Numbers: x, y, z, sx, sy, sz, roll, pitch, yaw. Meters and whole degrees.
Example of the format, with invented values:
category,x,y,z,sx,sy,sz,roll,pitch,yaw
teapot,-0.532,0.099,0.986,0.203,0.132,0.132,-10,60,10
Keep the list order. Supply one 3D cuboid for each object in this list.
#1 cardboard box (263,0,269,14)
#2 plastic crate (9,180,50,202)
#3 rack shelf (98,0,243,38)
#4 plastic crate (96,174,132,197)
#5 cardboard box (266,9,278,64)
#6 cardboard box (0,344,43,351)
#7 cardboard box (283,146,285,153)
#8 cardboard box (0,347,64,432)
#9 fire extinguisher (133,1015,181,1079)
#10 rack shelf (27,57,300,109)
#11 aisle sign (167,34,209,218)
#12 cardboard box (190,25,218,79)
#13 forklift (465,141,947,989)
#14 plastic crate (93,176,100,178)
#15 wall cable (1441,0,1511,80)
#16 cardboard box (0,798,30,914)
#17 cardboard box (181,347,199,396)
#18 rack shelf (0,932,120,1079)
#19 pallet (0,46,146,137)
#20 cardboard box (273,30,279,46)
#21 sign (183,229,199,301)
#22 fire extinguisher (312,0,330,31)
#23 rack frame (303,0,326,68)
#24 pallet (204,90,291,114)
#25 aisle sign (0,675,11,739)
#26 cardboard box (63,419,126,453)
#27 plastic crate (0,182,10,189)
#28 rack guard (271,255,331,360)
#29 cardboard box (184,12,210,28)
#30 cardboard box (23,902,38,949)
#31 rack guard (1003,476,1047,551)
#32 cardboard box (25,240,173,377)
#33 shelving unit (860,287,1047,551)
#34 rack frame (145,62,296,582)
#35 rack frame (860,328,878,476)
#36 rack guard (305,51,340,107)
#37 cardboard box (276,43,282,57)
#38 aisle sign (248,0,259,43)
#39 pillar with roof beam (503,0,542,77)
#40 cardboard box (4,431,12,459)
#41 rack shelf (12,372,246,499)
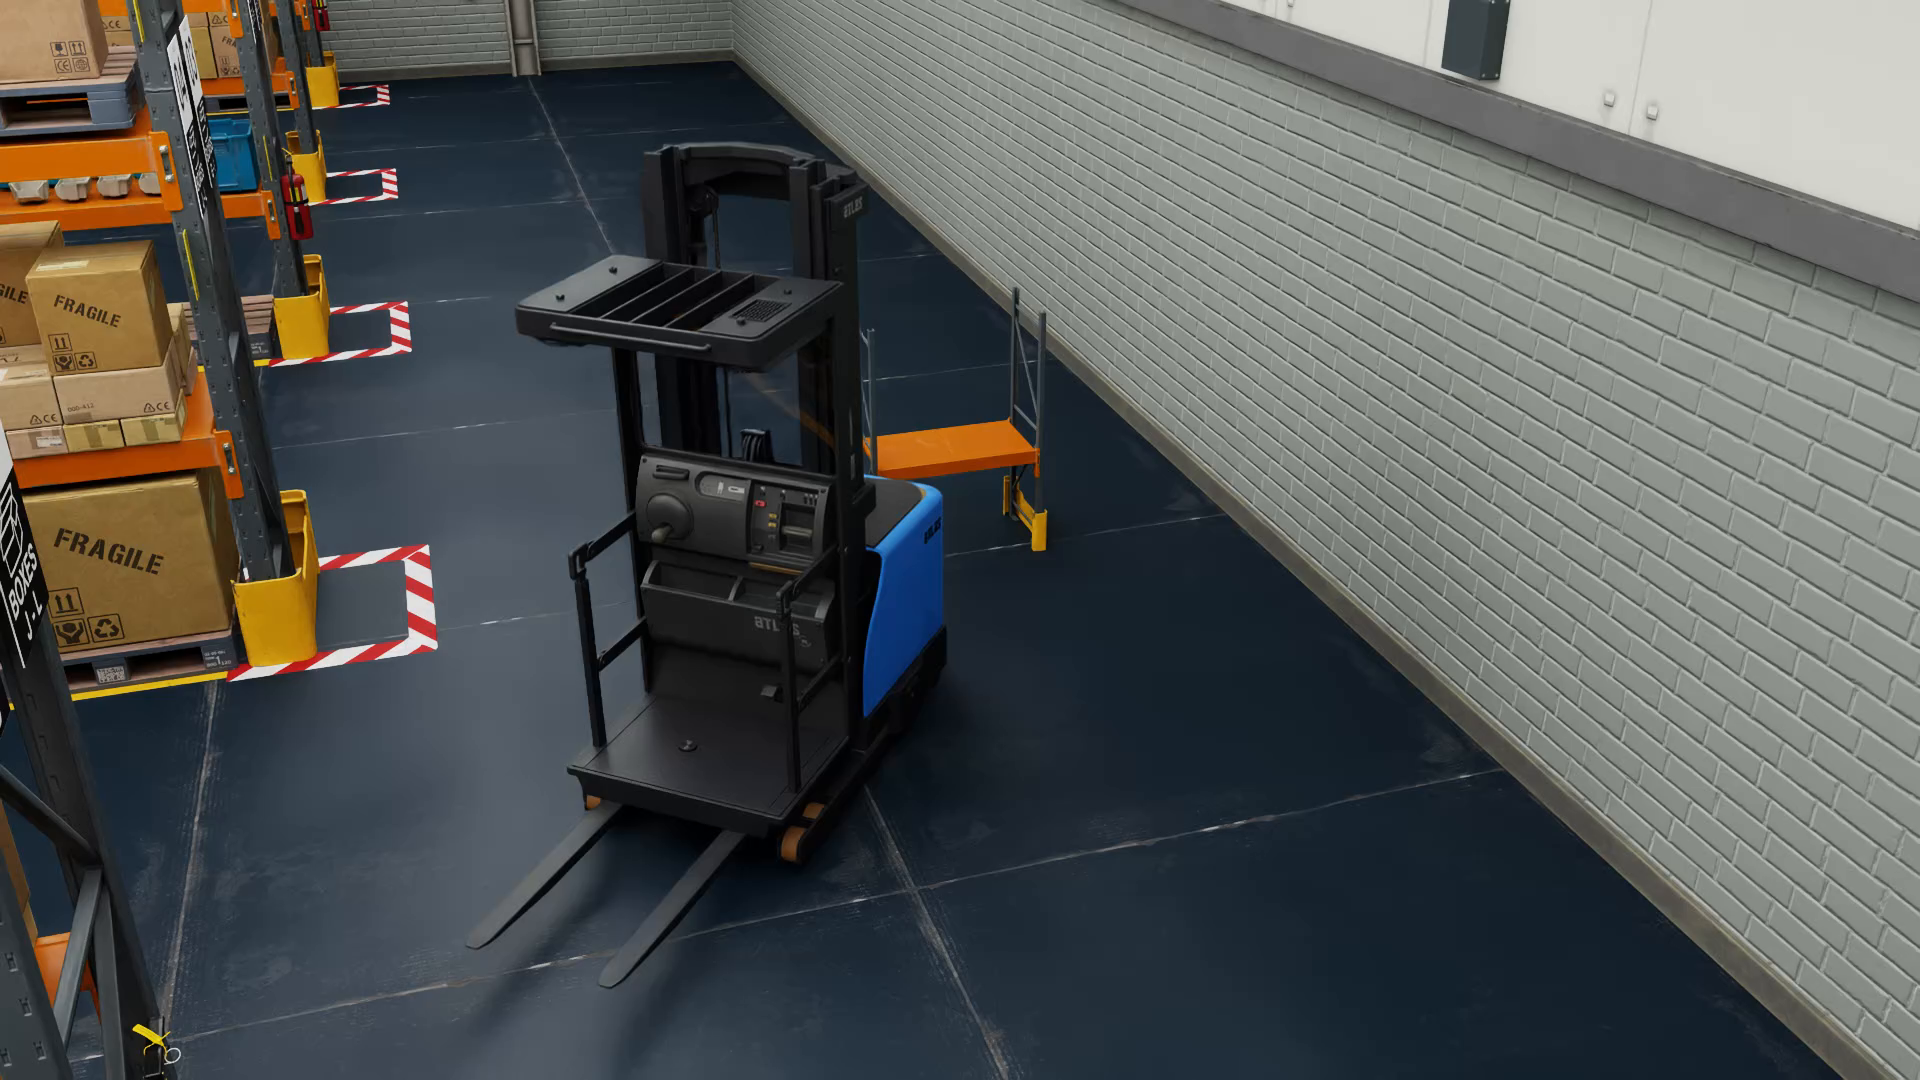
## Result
category,x,y,z,sx,sy,sz,roll,pitch,yaw
cardboard box,-7.402,-5.655,17.031,0.500,0.500,0.500,-7,27,-15
plastic crate,-6.901,-2.606,12.355,0.250,0.136,0.298,-8,28,-16
rack shelf,-7.270,-3.763,11.893,4.000,0.370,1.077,-8,28,-16
plastic crate,-6.368,-2.703,12.551,0.243,0.136,0.396,-8,28,-16
cardboard box,-7.402,-5.207,17.253,0.500,0.500,0.500,-8,27,-15
cardboard box,-4.867,-0.963,8.650,0.500,0.250,0.500,-9,28,-17
cardboard box,-7.403,-4.120,17.887,0.250,0.149,0.380,-8,28,-16
cardboard box,-4.696,-0.741,8.203,0.500,0.250,0.500,-9,28,-17
fire extinguisher,-2.012,1.550,4.261,0.183,0.674,0.296,-8,28,-16
rack shelf,-8.800,-4.515,16.779,4.000,0.370,1.077,-8,28,-16
aisle sign,-3.673,-1.971,7.923,0.004,0.787,0.394,-8,28,-16
cardboard box,-7.733,-4.907,16.649,0.500,0.500,0.500,-8,28,-16
forklift,-1.083,-0.091,7.137,1.130,2.935,3.031,10,28,19
plastic crate,-6.681,-2.929,13.005,0.298,0.136,0.250,-8,28,-16
wall cable,2.609,-4.373,5.320,0.120,5.999,2.277,-8,28,-16
cardboard box,-2.907,0.955,4.506,0.500,0.500,0.500,-7,27,-14
cardboard box,-4.274,-0.901,8.975,0.250,0.149,0.380,-8,27,-16
rack shelf,-4.296,1.786,4.089,4.000,0.370,1.077,-8,28,-16
pallet,-4.537,-2.120,7.874,1.213,0.211,1.003,-8,28,-16
cardboard box,-9.014,-6.528,21.636,0.250,0.149,0.380,-8,28,-16
sign,-3.680,-1.317,7.960,0.005,0.325,0.100,-8,28,-16
fire extinguisher,-8.150,-6.830,21.141,0.183,0.674,0.296,-8,28,-16
rack frame,-8.436,-7.206,21.392,0.127,3.000,1.000,-8,28,-16
pallet,-9.172,-5.814,21.724,1.213,0.211,1.003,-8,28,-16
aisle sign,-2.232,0.140,3.671,0.004,0.787,0.394,-8,28,-16
cardboard box,-4.318,-0.586,8.339,0.250,0.149,0.380,-8,27,-16
plastic crate,-7.242,-2.852,12.742,0.300,0.233,0.416,-8,28,-16
rack guard,-5.350,-1.907,13.528,0.348,0.500,1.175,-8,28,-16
cardboard box,-7.717,-5.357,16.431,0.500,0.500,0.500,-7,27,-15
cardboard box,-2.804,1.206,4.729,0.250,0.149,0.380,-8,28,-17
rack guard,0.401,-0.170,10.311,0.087,0.250,0.587,-8,28,-16
cardboard box,-4.216,-1.147,8.178,0.500,0.500,0.500,-8,27,-15
shelving unit,-0.073,-0.661,9.895,1.083,1.500,0.587,-8,28,-16
rack frame,-3.835,-0.923,8.736,0.127,3.000,1.000,-8,28,-16
rack frame,-0.564,-0.590,9.752,0.032,1.500,0.500,-8,28,-16
rack guard,-8.413,-6.090,21.954,0.348,0.500,1.175,-8,28,-16
cardboard box,-9.071,-6.136,21.575,0.500,0.500,0.700,-8,28,-16
aisle sign,-5.209,-4.068,12.147,0.004,0.787,0.394,-8,28,-16
pillar with roof beam,-4.804,-8.811,17.877,0.400,9.000,9.100,-8,28,-16
cardboard box,-4.796,-0.518,8.202,0.250,0.149,0.380,-8,27,-15
rack shelf,-5.736,-0.326,8.341,4.000,0.370,1.077,-8,28,-16
